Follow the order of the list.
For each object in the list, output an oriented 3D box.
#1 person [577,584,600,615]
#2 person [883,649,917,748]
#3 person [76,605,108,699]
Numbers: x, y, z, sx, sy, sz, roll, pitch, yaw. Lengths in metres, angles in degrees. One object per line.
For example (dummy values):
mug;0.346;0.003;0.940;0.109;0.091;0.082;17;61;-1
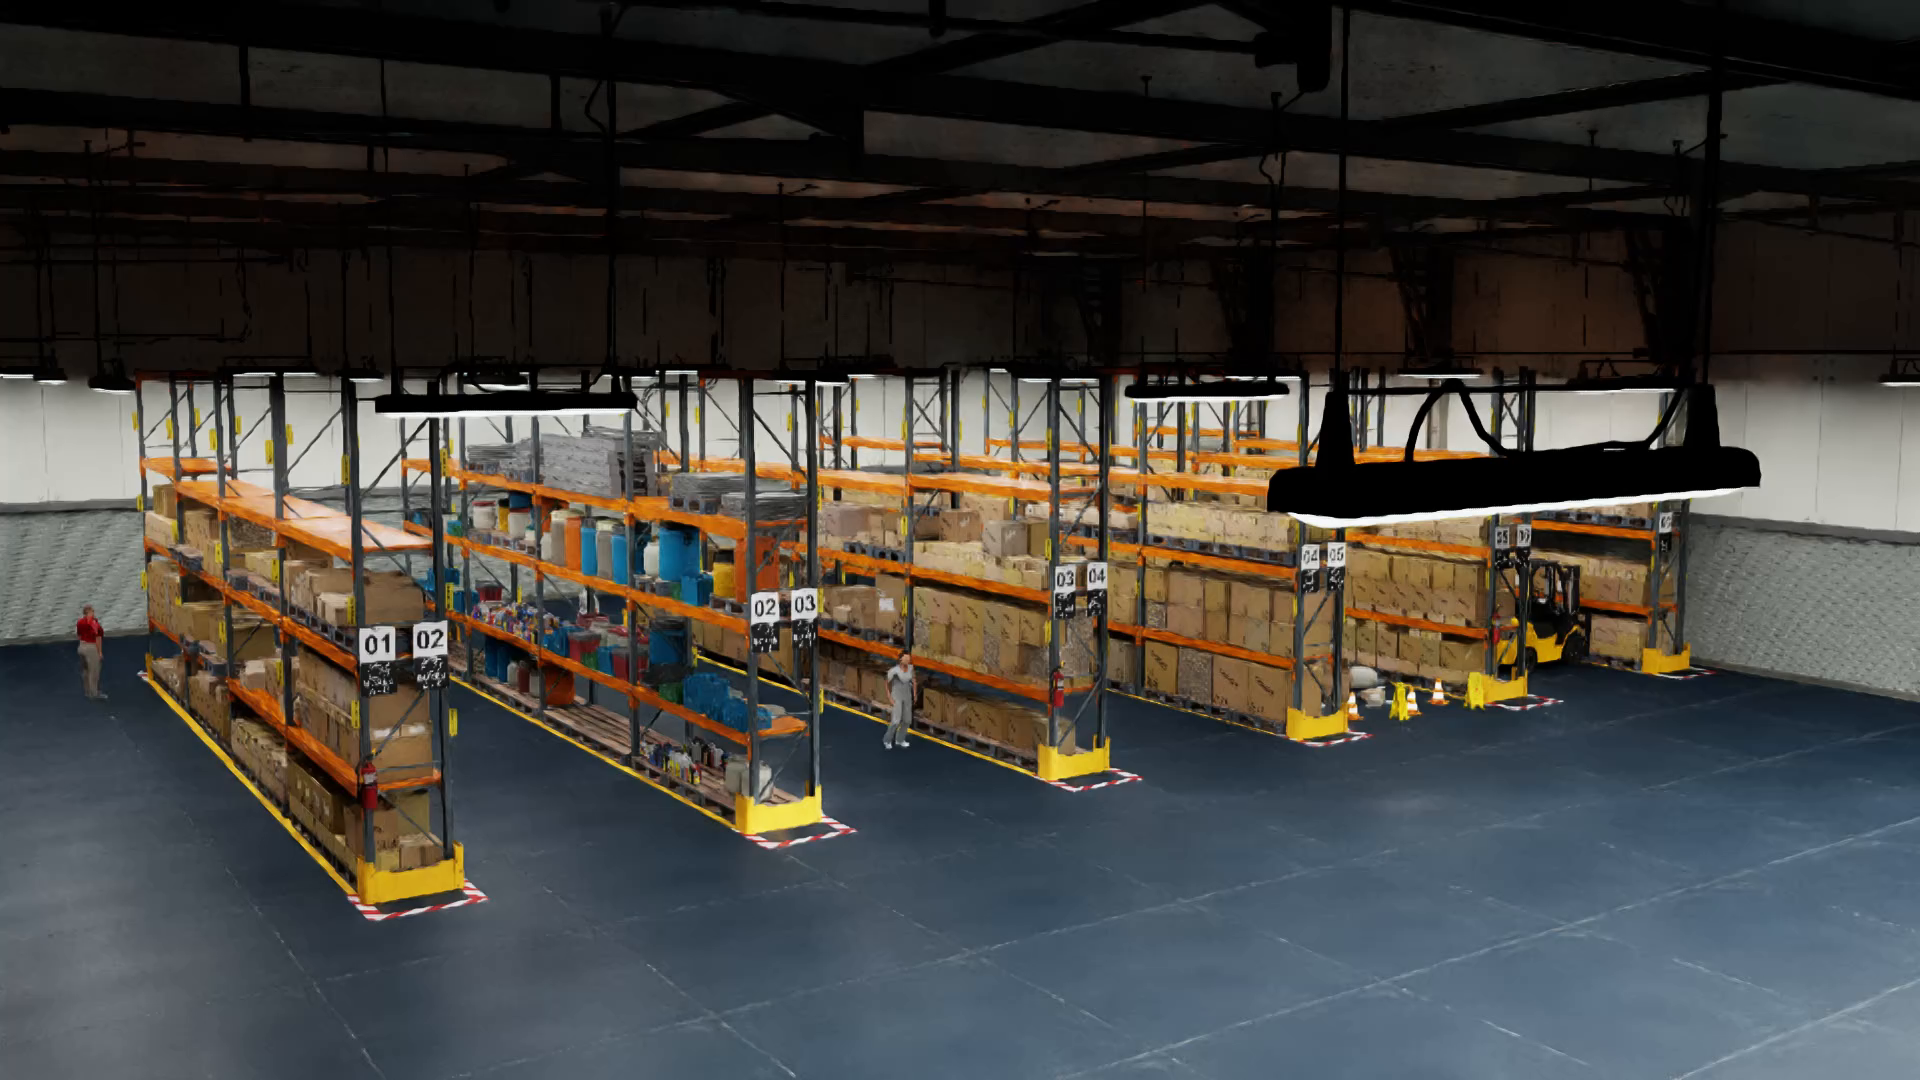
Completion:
person;-7.581;1.650;34.078;0.578;1.672;0.463;5;8;37
person;-0.961;2.533;26.632;0.580;1.618;0.507;-5;8;-35
person;-15.856;2.030;30.418;0.593;1.733;0.457;3;7;28
